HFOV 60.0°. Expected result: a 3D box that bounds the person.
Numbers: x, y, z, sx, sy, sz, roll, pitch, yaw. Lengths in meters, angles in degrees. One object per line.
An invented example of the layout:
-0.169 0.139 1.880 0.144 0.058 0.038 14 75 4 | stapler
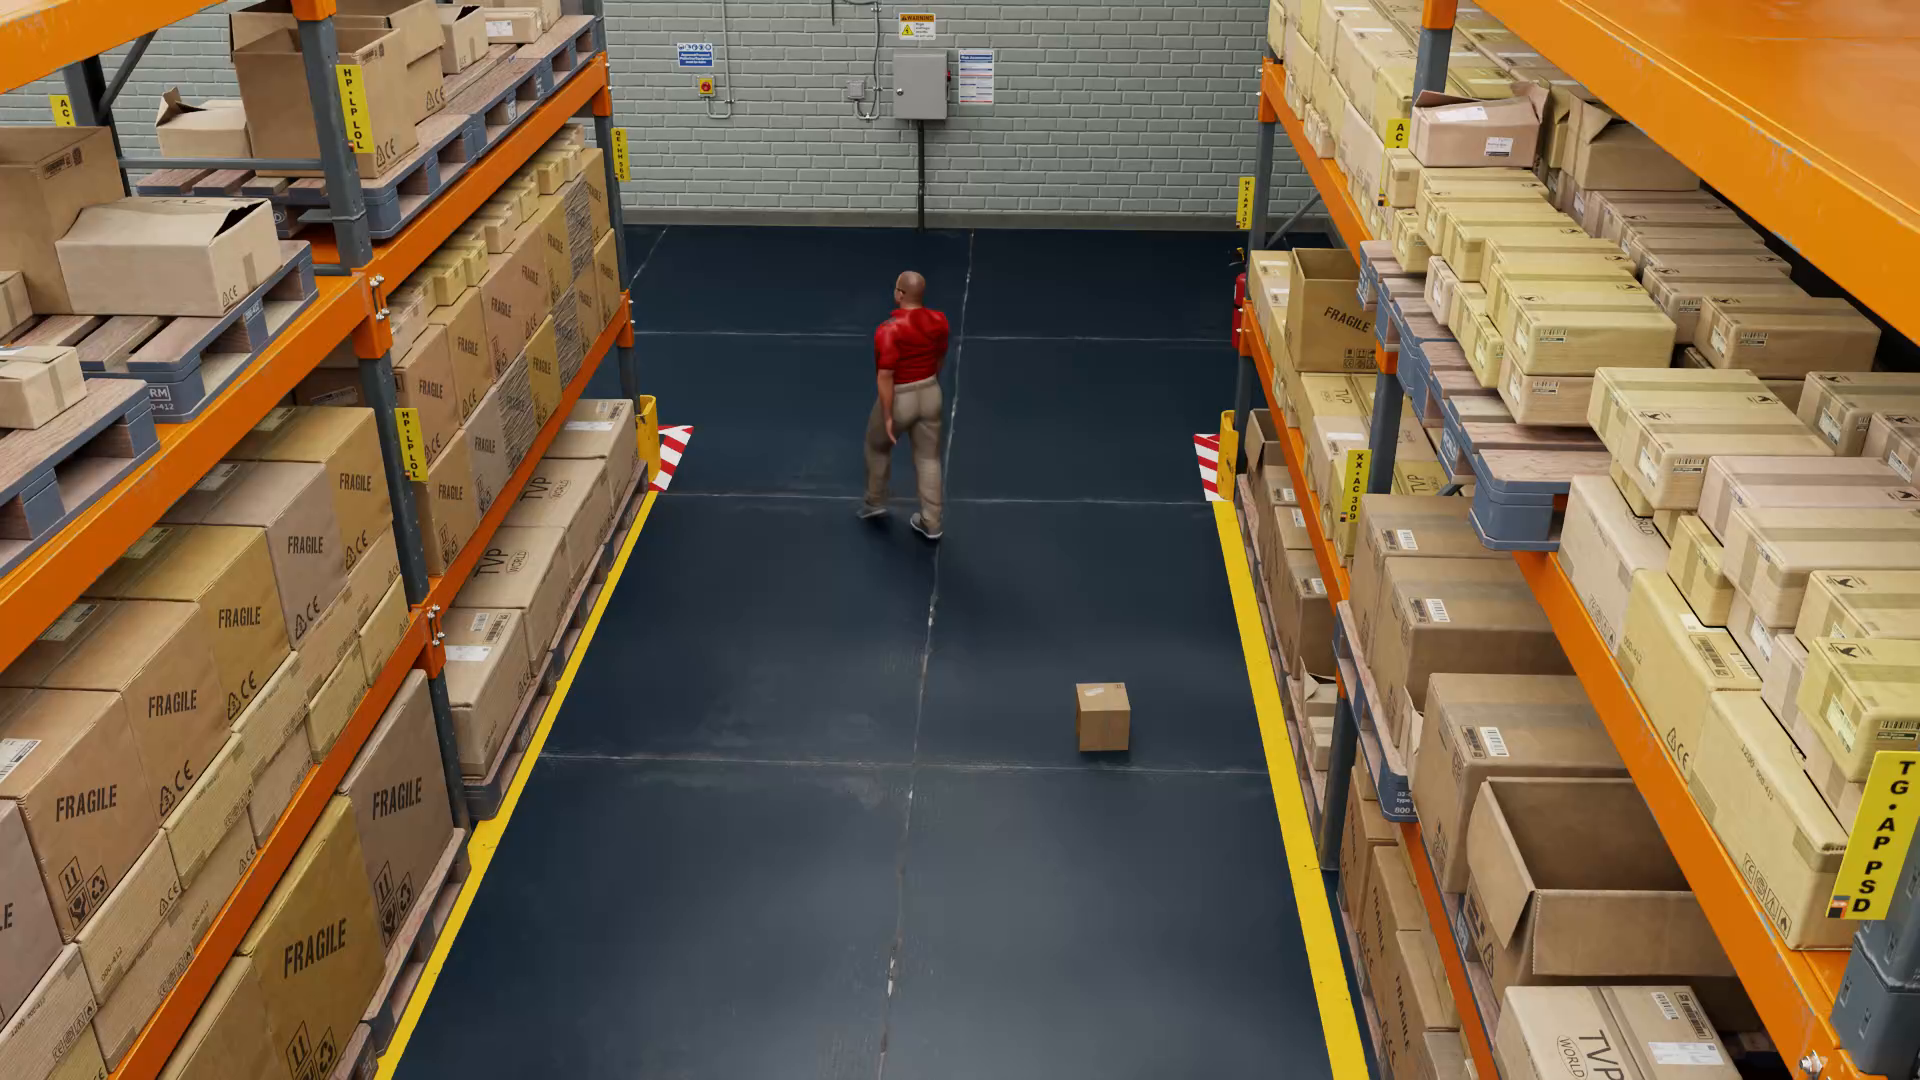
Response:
-0.350 -0.840 10.279 0.535 1.784 0.708 -14 31 -25 | person
